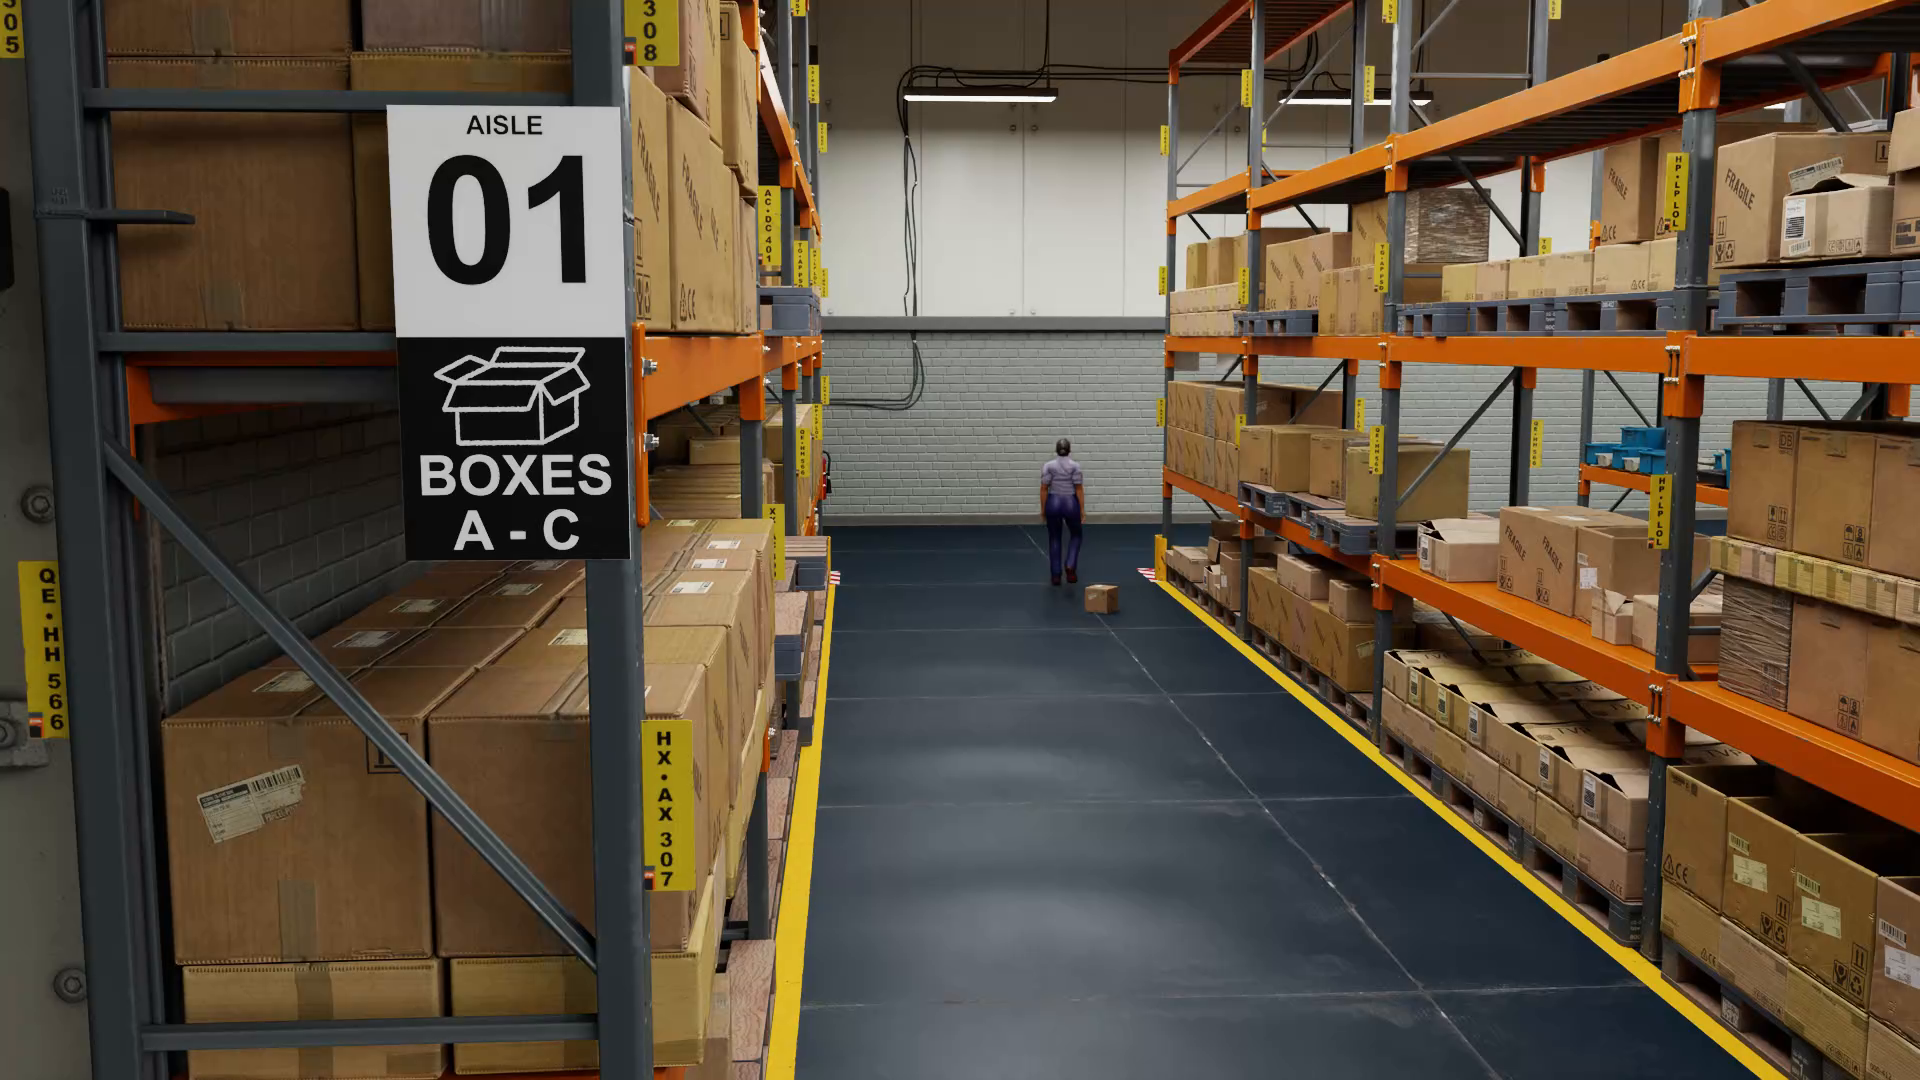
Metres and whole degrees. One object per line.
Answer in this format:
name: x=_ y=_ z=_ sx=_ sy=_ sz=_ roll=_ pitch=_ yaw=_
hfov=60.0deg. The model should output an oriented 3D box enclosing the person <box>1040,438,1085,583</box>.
person: x=1.169 y=-0.320 z=18.917 sx=0.513 sy=1.689 sz=0.469 roll=1 pitch=7 yaw=5
